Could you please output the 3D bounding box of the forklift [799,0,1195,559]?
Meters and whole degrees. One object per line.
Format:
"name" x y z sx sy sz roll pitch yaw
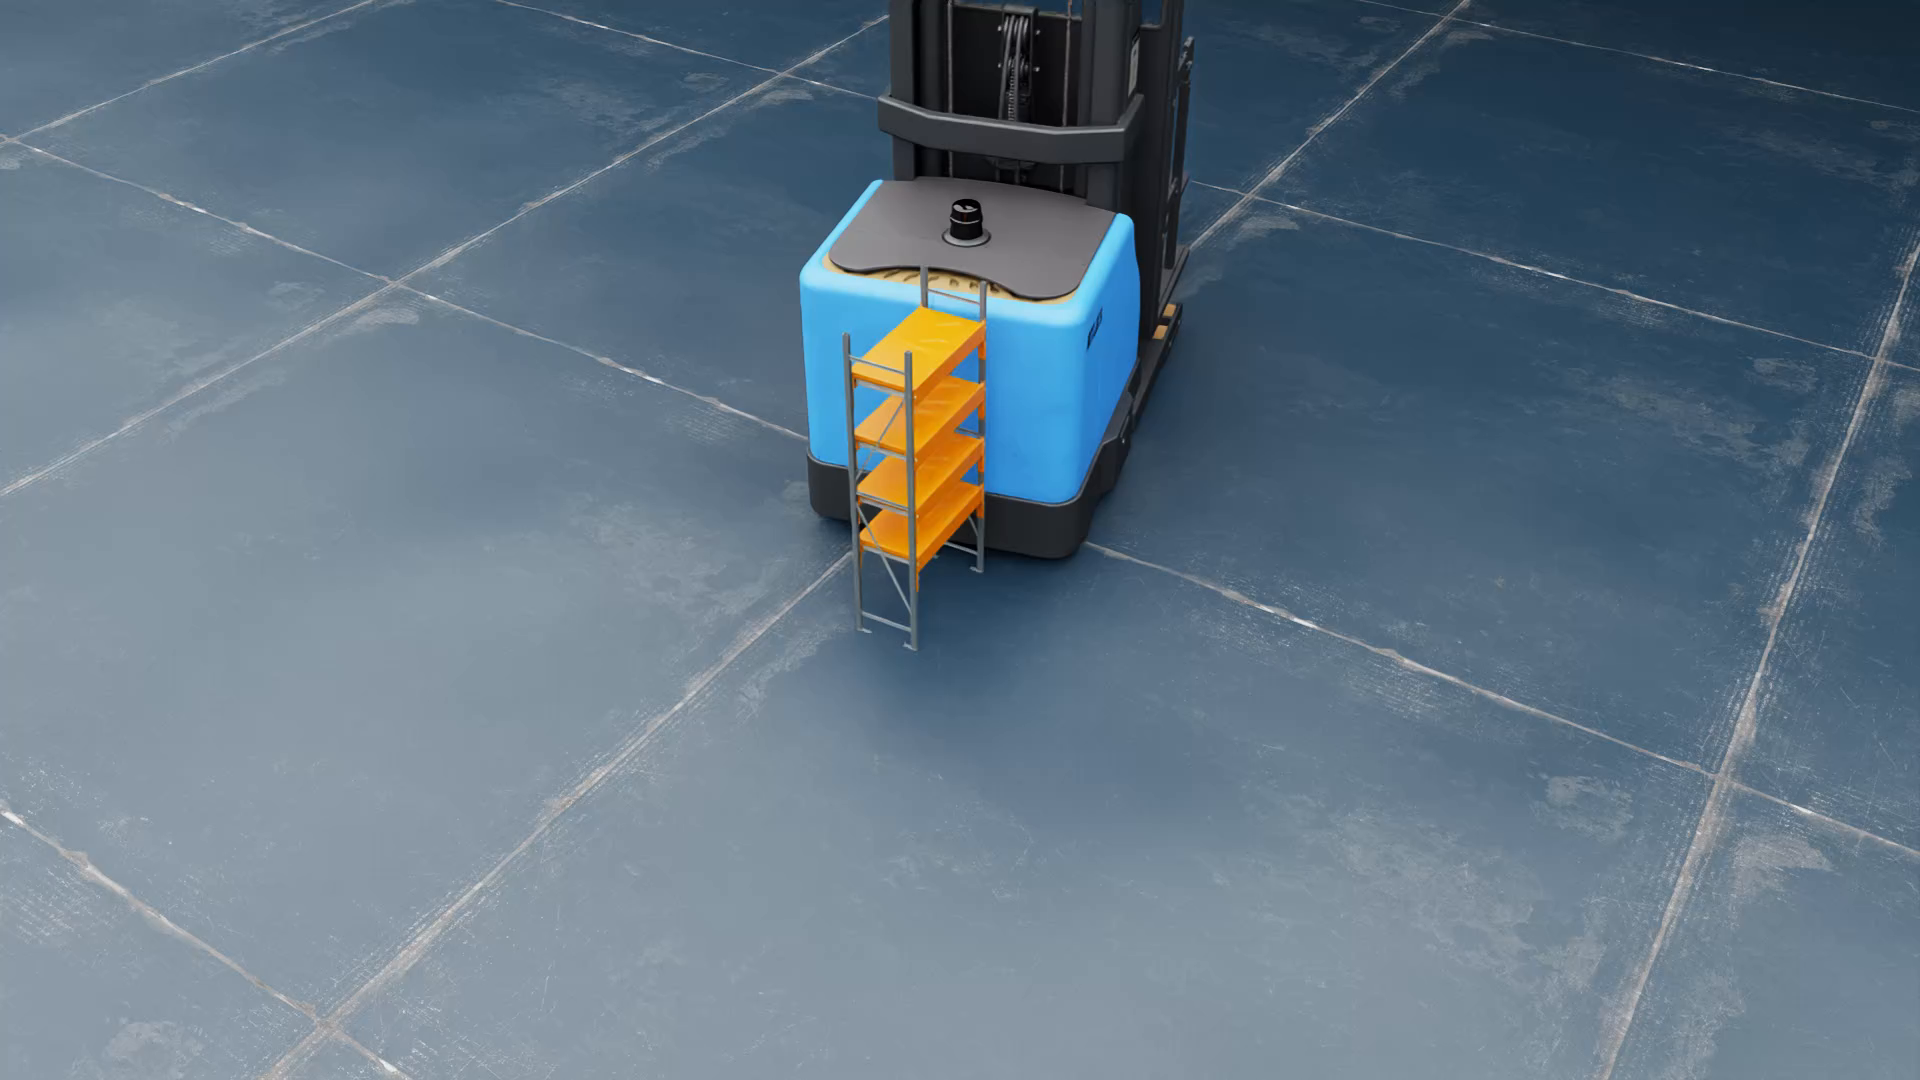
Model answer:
"forklift" 0.357 -1.997 6.439 1.130 2.935 3.031 11 39 14

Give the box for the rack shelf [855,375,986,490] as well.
"rack shelf" -0.137 -0.382 5.506 0.258 0.148 0.480 18 41 22

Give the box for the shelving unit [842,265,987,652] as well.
"shelving unit" -0.137 -0.258 5.601 0.258 1.200 0.503 18 41 22

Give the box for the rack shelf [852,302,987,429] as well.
"rack shelf" -0.137 -0.569 5.362 0.258 0.148 0.480 18 41 22

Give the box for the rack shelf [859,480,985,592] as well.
"rack shelf" -0.137 -0.047 5.764 0.258 0.148 0.480 18 41 22

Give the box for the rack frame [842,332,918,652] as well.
"rack frame" -0.253 -0.127 5.431 0.240 1.200 0.015 18 41 22

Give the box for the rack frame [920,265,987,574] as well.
"rack frame" -0.021 -0.389 5.771 0.240 1.200 0.015 18 41 22

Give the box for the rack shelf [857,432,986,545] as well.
"rack shelf" -0.137 -0.204 5.643 0.258 0.148 0.480 18 41 22
